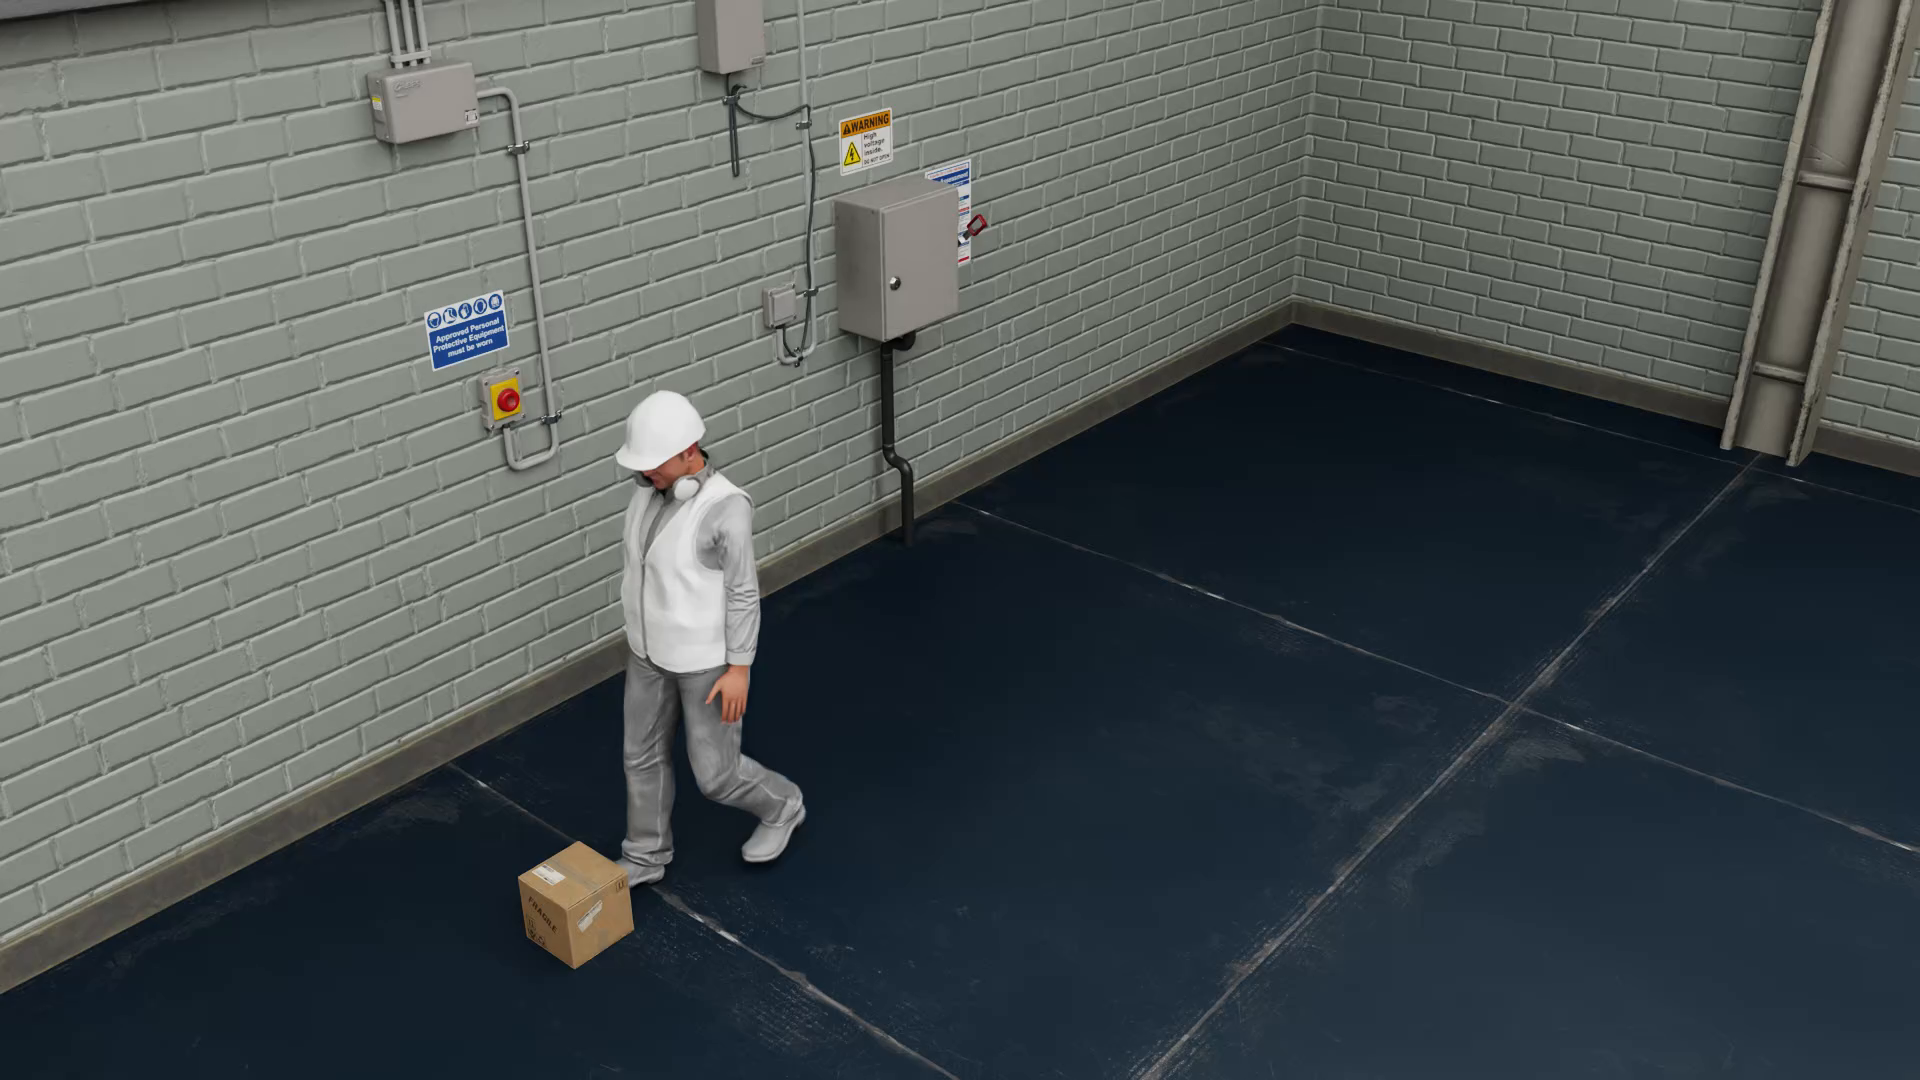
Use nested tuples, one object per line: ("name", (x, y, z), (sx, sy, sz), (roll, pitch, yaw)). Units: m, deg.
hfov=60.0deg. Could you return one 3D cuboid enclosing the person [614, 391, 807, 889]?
("person", (-0.906, 0.363, 5.362), (0.573, 1.757, 0.736), (22, 34, 36))
